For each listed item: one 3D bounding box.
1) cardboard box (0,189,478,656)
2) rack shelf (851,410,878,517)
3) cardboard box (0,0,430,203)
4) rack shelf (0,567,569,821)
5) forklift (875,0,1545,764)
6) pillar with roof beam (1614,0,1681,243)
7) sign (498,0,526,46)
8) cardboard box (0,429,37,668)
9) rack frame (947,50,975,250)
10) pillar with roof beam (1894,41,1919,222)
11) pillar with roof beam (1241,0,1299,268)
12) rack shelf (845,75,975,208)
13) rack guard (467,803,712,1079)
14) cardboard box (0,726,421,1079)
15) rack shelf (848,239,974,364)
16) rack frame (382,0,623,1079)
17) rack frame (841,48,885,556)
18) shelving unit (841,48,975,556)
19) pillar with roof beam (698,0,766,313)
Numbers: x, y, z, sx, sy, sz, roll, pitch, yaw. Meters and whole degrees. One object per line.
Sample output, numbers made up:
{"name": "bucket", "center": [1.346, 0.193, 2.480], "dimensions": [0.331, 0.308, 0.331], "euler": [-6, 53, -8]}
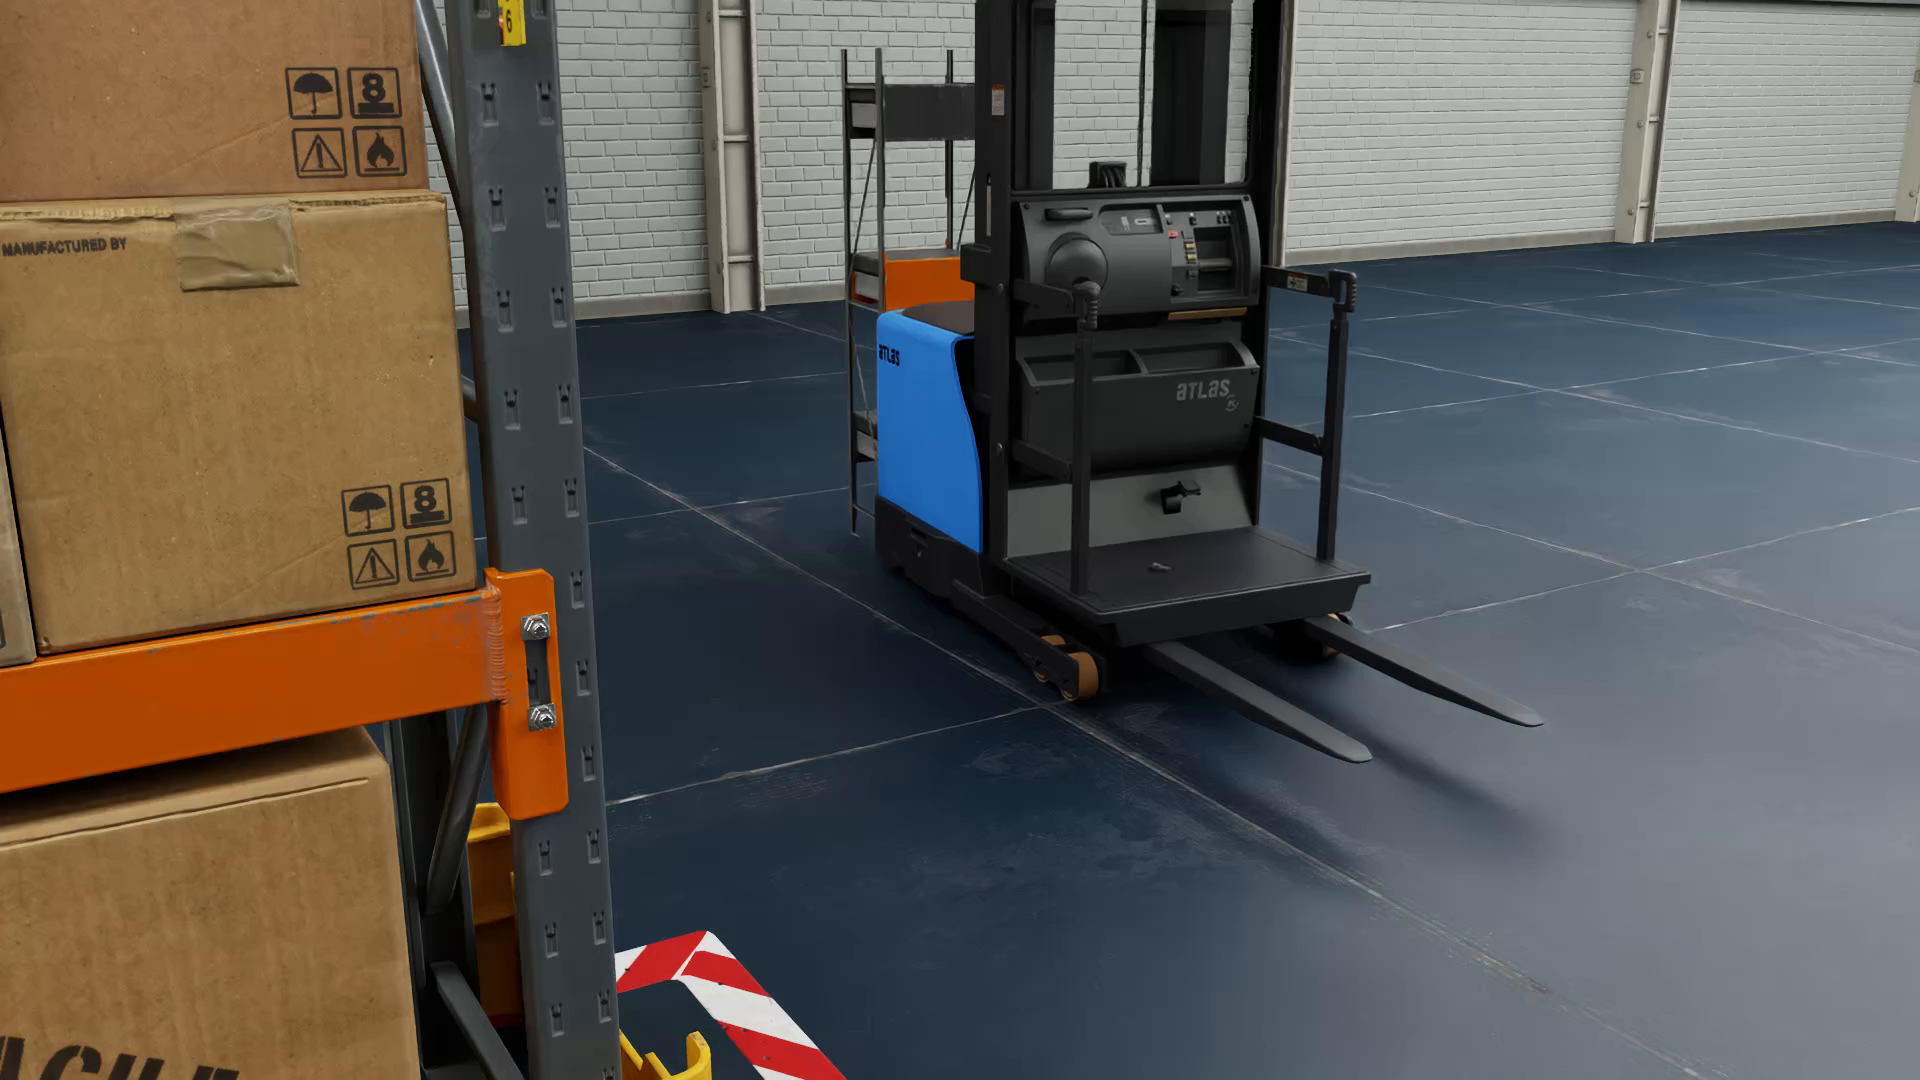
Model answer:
{"name": "cardboard box", "center": [-1.135, -0.256, 2.487], "dimensions": [0.550, 0.550, 0.875], "euler": [-9, 18, -30]}
{"name": "rack shelf", "center": [-0.183, -0.330, 7.342], "dimensions": [0.480, 0.518, 0.431], "euler": [-7, 17, -25]}
{"name": "cardboard box", "center": [-1.179, -0.795, 2.411], "dimensions": [0.550, 0.550, 0.875], "euler": [-9, 18, -30]}
{"name": "rack shelf", "center": [-2.555, 0.379, 1.834], "dimensions": [4.000, 0.370, 1.077], "euler": [-9, 18, -30]}
{"name": "forklift", "center": [0.724, -1.009, 5.581], "dimensions": [1.130, 2.935, 3.031], "euler": [-7, 17, -24]}
{"name": "pillar with roof beam", "center": [10.549, -7.031, 15.821], "dimensions": [0.400, 9.000, 9.100], "euler": [-9, 18, -30]}
{"name": "sign", "center": [-0.573, -0.790, 2.086], "dimensions": [0.005, 0.325, 0.100], "euler": [-9, 18, -30]}
{"name": "cardboard box", "center": [-1.596, -0.174, 2.196], "dimensions": [0.550, 0.550, 0.875], "euler": [-9, 18, -30]}
{"name": "rack frame", "center": [0.036, -1.046, 7.252], "dimensions": [0.015, 2.100, 0.400], "euler": [-7, 17, -25]}
{"name": "pillar with roof beam", "center": [15.693, -7.865, 18.796], "dimensions": [0.400, 9.000, 9.100], "euler": [-9, 18, -30]}
{"name": "pillar with roof beam", "center": [5.406, -6.197, 12.846], "dimensions": [0.400, 9.000, 9.100], "euler": [-9, 18, -30]}
{"name": "rack shelf", "center": [-0.183, -1.678, 6.964], "dimensions": [0.480, 0.518, 0.431], "euler": [-7, 17, -25]}
{"name": "rack guard", "center": [-0.820, 0.955, 3.078], "dimensions": [0.348, 0.500, 1.175], "euler": [-9, 18, -30]}
{"name": "cardboard box", "center": [-1.388, 0.685, 2.568], "dimensions": [0.875, 0.875, 0.875], "euler": [-9, 18, -29]}
{"name": "rack shelf", "center": [-0.183, -1.004, 7.153], "dimensions": [0.480, 0.518, 0.431], "euler": [-7, 17, -25]}
{"name": "rack frame", "center": [-0.841, -0.246, 2.729], "dimensions": [0.127, 3.000, 1.000], "euler": [-9, 18, -30]}
{"name": "rack frame", "center": [-0.403, -0.989, 7.047], "dimensions": [0.015, 2.100, 0.400], "euler": [-7, 17, -25]}
{"name": "shelving unit", "center": [-0.183, -1.017, 7.149], "dimensions": [0.503, 2.100, 0.431], "euler": [-7, 17, -25]}
{"name": "pillar with roof beam", "center": [0.263, -5.363, 9.870], "dimensions": [0.400, 9.000, 9.100], "euler": [-9, 18, -30]}
